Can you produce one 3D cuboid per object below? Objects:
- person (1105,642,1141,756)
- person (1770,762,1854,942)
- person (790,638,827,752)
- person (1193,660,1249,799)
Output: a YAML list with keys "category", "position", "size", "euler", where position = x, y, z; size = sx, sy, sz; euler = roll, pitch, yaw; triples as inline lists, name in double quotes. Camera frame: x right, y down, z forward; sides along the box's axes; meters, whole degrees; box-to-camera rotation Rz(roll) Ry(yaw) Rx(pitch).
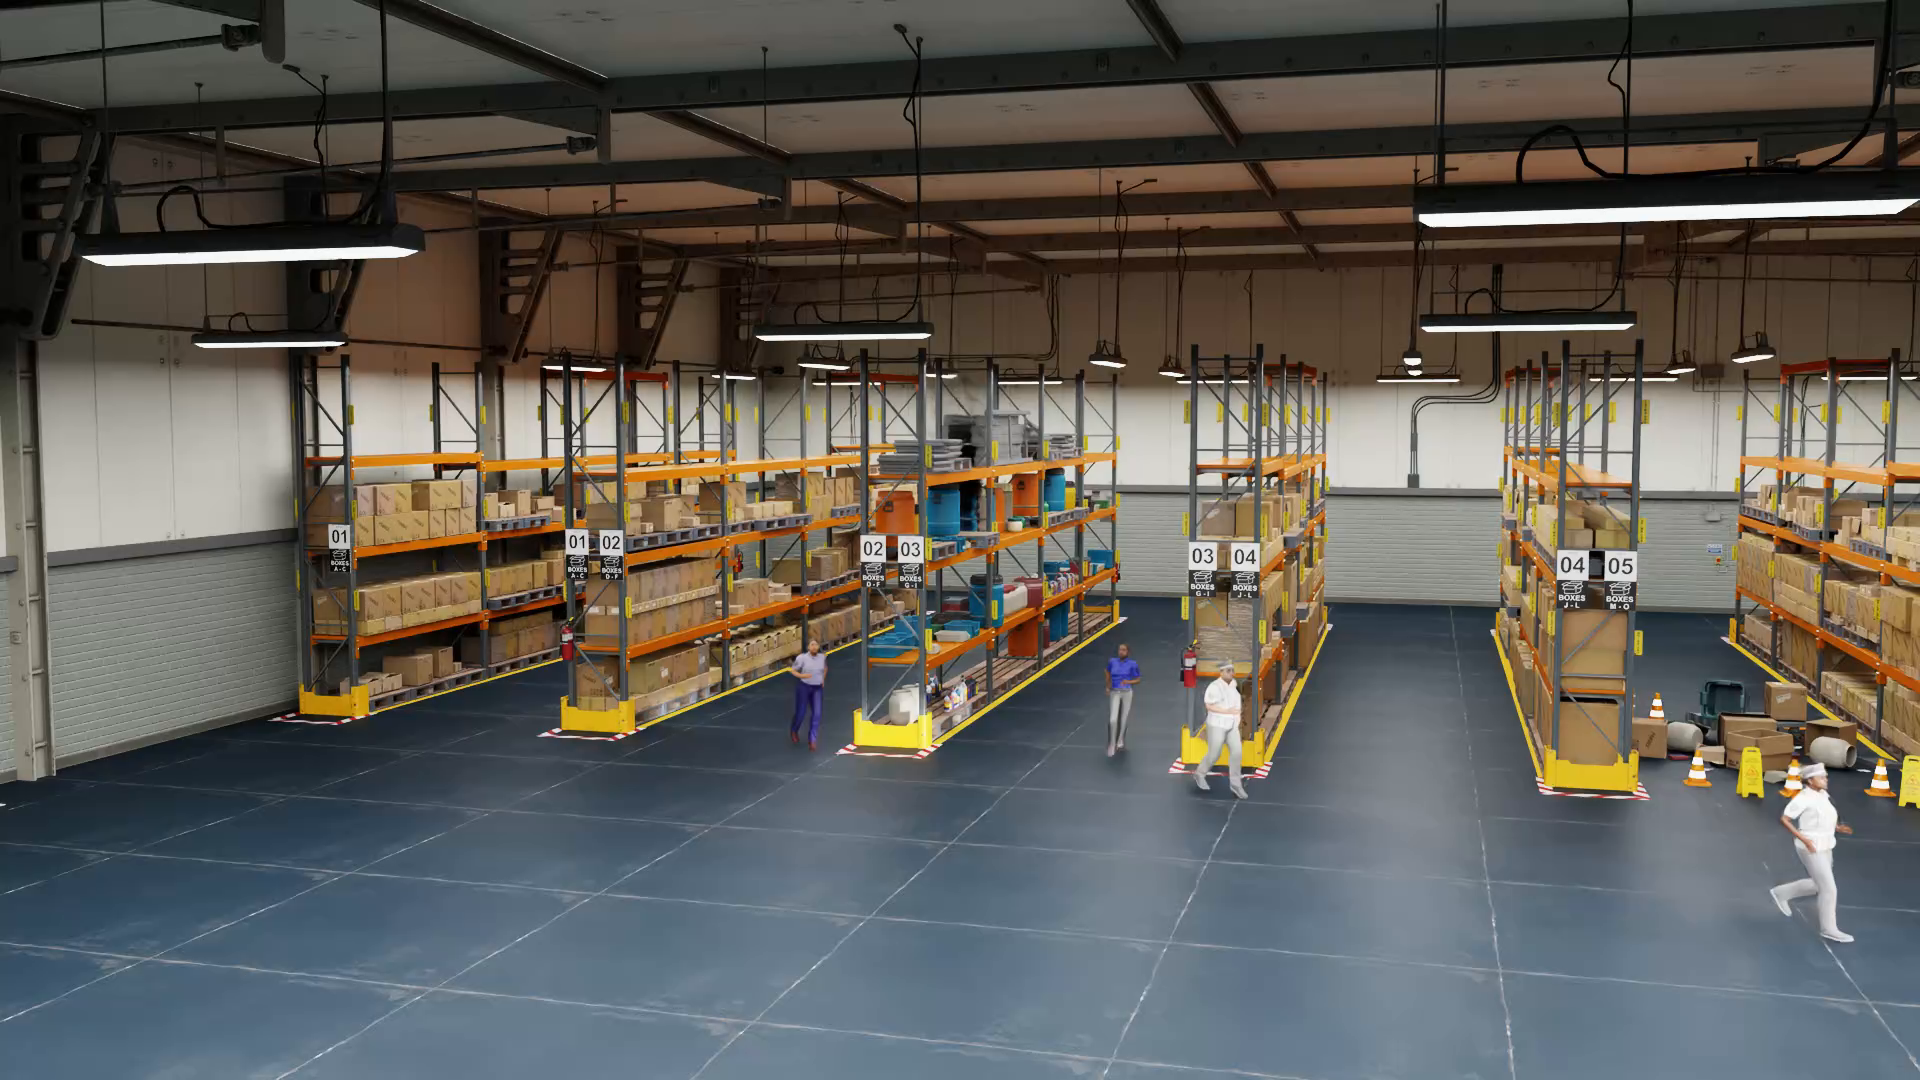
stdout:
- category: "person"
  position: [2.405, 2.359, 24.638]
  size: [0.562, 1.712, 0.745]
  euler: [1, 4, 11]
- category: "person"
  position: [8.219, 2.961, 16.020]
  size: [0.588, 1.670, 0.821]
  euler: [-3, 5, -36]
- category: "person"
  position: [-2.259, 2.308, 25.093]
  size: [0.613, 1.676, 0.849]
  euler: [-2, 5, -20]
- category: "person"
  position: [3.465, 2.477, 21.977]
  size: [0.682, 1.840, 0.834]
  euler: [-3, 5, -36]
